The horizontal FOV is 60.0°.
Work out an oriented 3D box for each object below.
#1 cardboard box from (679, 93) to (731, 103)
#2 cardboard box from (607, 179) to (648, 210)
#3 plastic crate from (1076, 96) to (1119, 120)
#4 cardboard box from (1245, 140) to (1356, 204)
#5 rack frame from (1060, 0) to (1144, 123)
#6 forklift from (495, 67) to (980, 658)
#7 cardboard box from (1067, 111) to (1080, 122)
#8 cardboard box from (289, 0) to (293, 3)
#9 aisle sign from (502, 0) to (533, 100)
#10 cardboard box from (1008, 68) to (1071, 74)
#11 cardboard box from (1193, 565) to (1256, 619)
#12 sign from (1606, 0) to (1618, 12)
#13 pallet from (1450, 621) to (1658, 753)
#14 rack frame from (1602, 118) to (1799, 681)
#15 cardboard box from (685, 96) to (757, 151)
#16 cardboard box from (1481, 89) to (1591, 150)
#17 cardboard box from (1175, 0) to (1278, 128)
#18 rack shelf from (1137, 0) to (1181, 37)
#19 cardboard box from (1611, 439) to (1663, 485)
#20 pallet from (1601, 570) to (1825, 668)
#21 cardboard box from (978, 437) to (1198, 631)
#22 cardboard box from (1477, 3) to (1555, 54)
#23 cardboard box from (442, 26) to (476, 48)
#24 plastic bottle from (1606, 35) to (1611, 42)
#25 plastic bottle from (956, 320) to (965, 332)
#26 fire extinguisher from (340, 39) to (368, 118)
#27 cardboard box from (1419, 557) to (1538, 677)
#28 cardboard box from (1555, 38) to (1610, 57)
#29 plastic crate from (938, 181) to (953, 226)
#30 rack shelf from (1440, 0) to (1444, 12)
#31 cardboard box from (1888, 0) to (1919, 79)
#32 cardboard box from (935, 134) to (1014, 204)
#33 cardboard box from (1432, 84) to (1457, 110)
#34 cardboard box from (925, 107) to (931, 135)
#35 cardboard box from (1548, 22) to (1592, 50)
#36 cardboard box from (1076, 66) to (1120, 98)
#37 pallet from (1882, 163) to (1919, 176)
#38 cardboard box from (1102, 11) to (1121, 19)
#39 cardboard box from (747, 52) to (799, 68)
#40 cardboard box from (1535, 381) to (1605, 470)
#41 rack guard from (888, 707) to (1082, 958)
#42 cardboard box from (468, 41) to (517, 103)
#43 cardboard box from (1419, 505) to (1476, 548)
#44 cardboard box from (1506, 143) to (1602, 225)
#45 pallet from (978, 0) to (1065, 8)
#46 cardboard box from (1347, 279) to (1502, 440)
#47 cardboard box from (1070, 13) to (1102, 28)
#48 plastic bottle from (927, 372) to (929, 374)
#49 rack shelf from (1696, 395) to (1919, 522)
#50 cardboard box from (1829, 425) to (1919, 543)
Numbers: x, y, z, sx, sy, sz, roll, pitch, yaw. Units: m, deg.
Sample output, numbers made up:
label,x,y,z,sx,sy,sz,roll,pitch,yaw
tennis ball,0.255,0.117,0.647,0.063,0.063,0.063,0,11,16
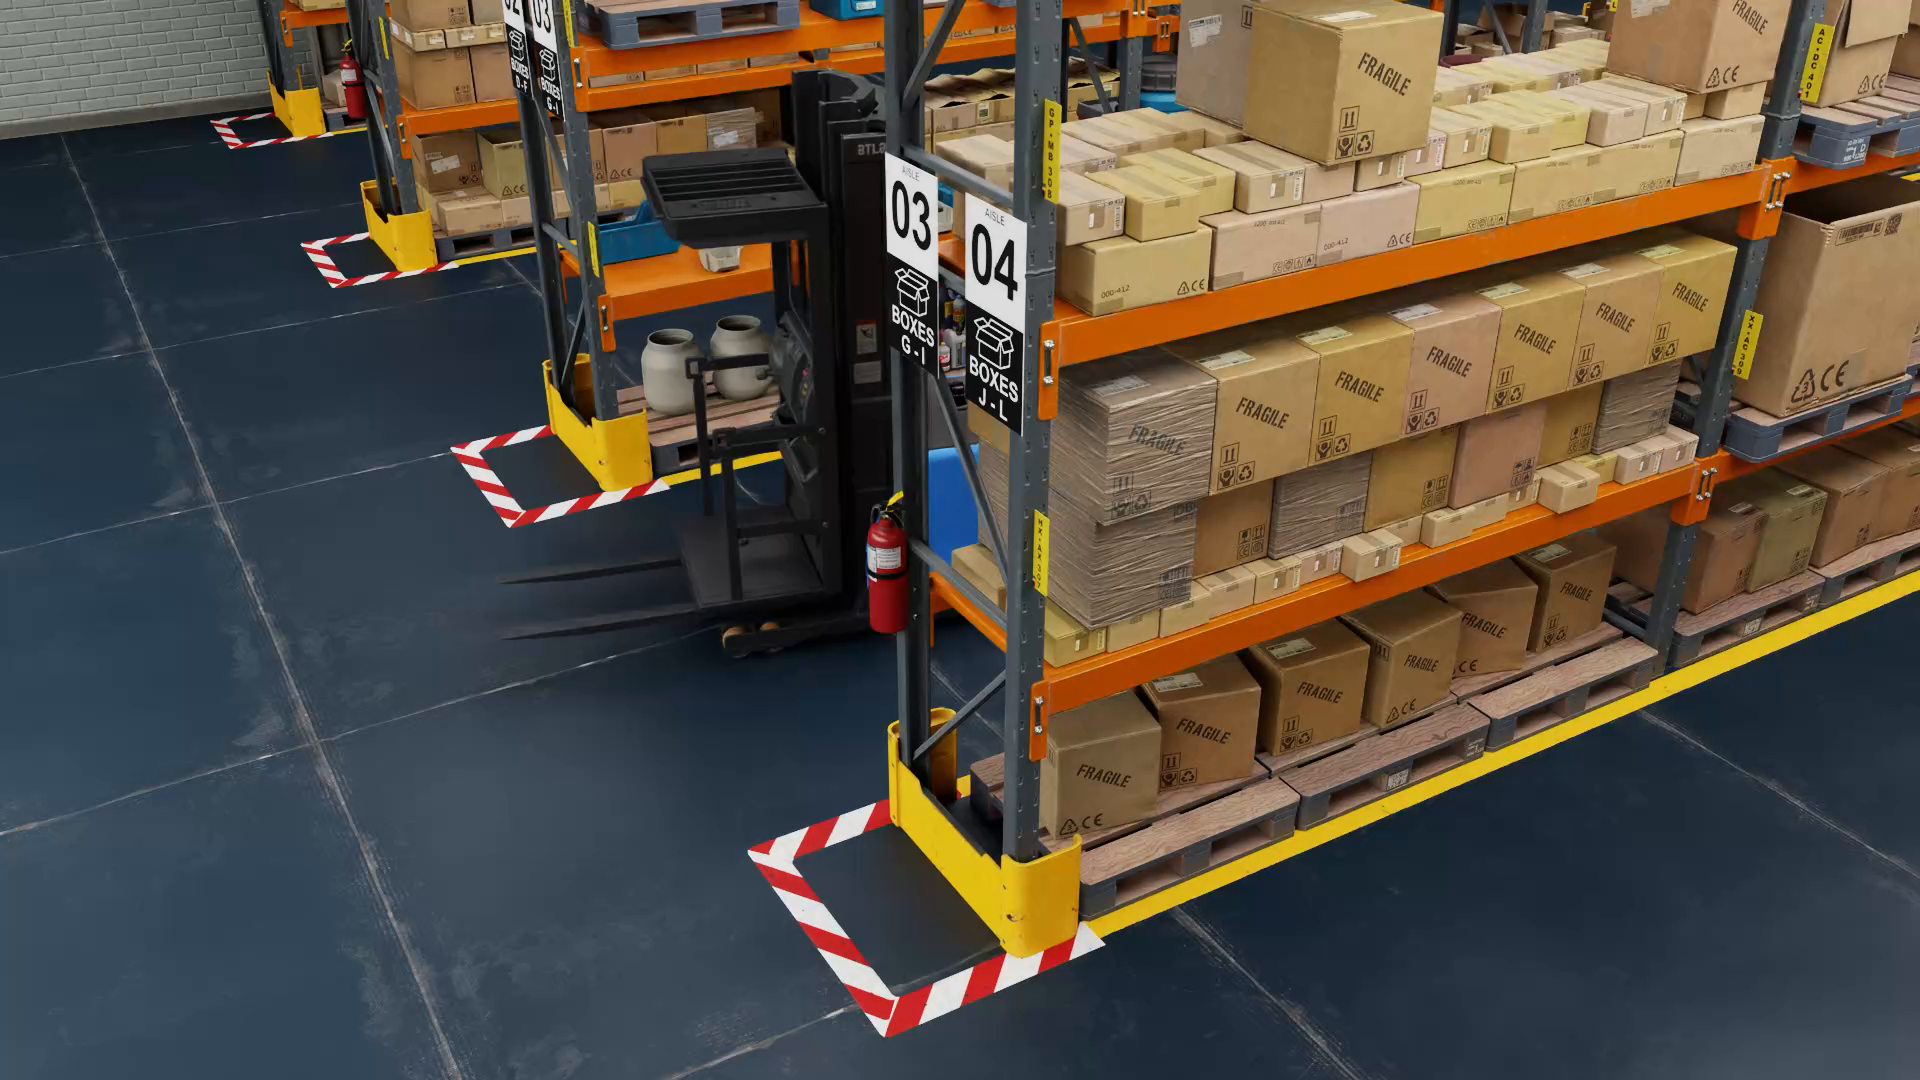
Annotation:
label,x,y,z,sx,sy,sz,roll,pitch,yaw
cardboard box,-2.529,-4.105,16.218,0.500,0.500,0.500,-16,33,-26
cardboard box,-3.123,-3.311,15.556,0.500,0.250,0.500,-16,33,-26
plastic crate,1.225,-3.115,12.723,0.583,0.464,0.402,-16,33,-26
cardboard box,1.288,-1.423,6.361,0.250,0.149,0.380,-16,33,-26
rack frame,0.962,-2.841,12.293,0.127,3.000,1.000,-16,33,-26
forklift,-1.084,-0.925,8.893,3.031,2.935,1.130,-8,30,-14
cardboard box,1.132,-4.506,17.722,0.500,0.250,0.500,-16,33,-27
cardboard box,-7.200,-6.127,18.382,0.500,0.250,0.500,-15,32,-26
aisle sign,-2.699,-3.106,10.083,0.004,0.787,0.394,-16,33,-26
cardboard box,0.856,-4.972,17.985,0.500,0.311,0.500,-17,33,-28
cardboard box,1.043,0.163,7.110,0.250,0.149,0.380,-16,33,-26
sign,3.187,-2.720,8.027,0.005,0.325,0.100,-16,33,-26
pallet,2.911,0.623,8.903,1.213,0.211,1.003,-16,33,-26
rack frame,3.472,-0.777,8.554,0.127,3.000,1.000,-16,33,-26
cardboard box,-2.270,-3.891,15.832,0.500,0.500,0.500,-16,33,-26
cardboard box,2.404,-1.764,6.980,0.250,0.149,0.380,-15,32,-24
cardboard box,1.231,-1.989,6.717,0.500,0.500,0.500,-16,33,-26
rack shelf,2.687,-4.329,12.629,4.000,0.370,1.077,-16,33,-26
cardboard box,3.215,-0.435,8.194,0.250,0.149,0.380,-16,33,-26
pallet,4.142,0.252,9.574,1.213,0.211,1.003,-16,33,-26
cardboard box,0.511,-0.095,6.907,0.500,0.500,0.875,-16,33,-26
cardboard box,6.971,-6.425,20.916,0.637,0.503,0.797,-16,33,-26
cardboard box,-4.319,-4.326,14.209,0.250,0.149,0.380,-17,33,-28
plastic bottle,5.962,-4.454,15.268,0.185,0.351,0.144,-16,33,-26
plastic bottle,0.035,-1.477,12.177,0.133,0.283,0.061,-16,33,-26
fire extinguisher,-5.330,-4.057,14.576,0.183,0.674,0.296,-16,33,-26
cardboard box,2.617,0.358,8.650,0.500,0.500,0.500,-6,29,-11
cardboard box,3.035,-2.248,7.858,0.250,0.149,0.380,-17,33,-28
plastic crate,0.146,-2.392,11.633,0.616,0.251,0.499,-16,33,-26
rack shelf,7.078,-7.038,20.643,4.000,0.370,1.077,-16,33,-26
cardboard box,4.739,-2.625,8.255,0.637,0.503,0.797,-14,32,-24
cardboard box,0.104,-1.418,6.354,0.250,0.149,0.380,-16,33,-26
cardboard box,1.930,-1.913,7.251,0.250,0.149,0.380,-17,33,-27
cardboard box,-0.627,-4.248,16.674,0.500,0.311,0.500,-16,33,-27
cardboard box,7.624,-6.375,21.088,0.500,0.250,0.500,-16,33,-26
cardboard box,1.578,-4.879,17.817,0.500,0.311,0.500,-15,32,-25
pallet,9.527,-4.075,17.415,1.213,0.211,1.003,-16,33,-26
cardboard box,1.569,-5.774,17.701,0.500,0.311,0.500,-14,32,-23
cardboard box,-1.923,-4.838,15.808,0.500,0.500,0.700,-17,33,-28
cardboard box,2.603,-0.759,8.110,0.500,0.500,0.875,-16,33,-26
rack guard,0.089,1.278,7.418,0.348,0.500,1.175,-16,33,-26
cardboard box,-4.133,-4.209,14.669,0.500,0.500,0.700,-15,32,-25
cardboard box,2.135,-0.131,7.643,0.250,0.149,0.380,-16,33,-26
cardboard box,2.319,-1.554,7.013,0.500,0.250,0.500,-16,33,-27
pallet,0.390,-3.854,11.220,1.003,0.211,1.213,-16,33,-26
cardboard box,1.928,-0.798,7.146,0.500,0.500,0.500,-16,33,-26
cardboard box,1.269,-5.439,17.261,0.250,0.149,0.380,-16,33,-26
plastic bottle,-0.209,-1.332,11.927,0.097,0.271,0.097,0,29,0
rack shelf,5.196,-0.952,9.615,4.000,0.370,1.077,-16,33,-26
cardboard box,5.396,-0.400,10.001,0.500,0.500,0.700,-13,31,-22
